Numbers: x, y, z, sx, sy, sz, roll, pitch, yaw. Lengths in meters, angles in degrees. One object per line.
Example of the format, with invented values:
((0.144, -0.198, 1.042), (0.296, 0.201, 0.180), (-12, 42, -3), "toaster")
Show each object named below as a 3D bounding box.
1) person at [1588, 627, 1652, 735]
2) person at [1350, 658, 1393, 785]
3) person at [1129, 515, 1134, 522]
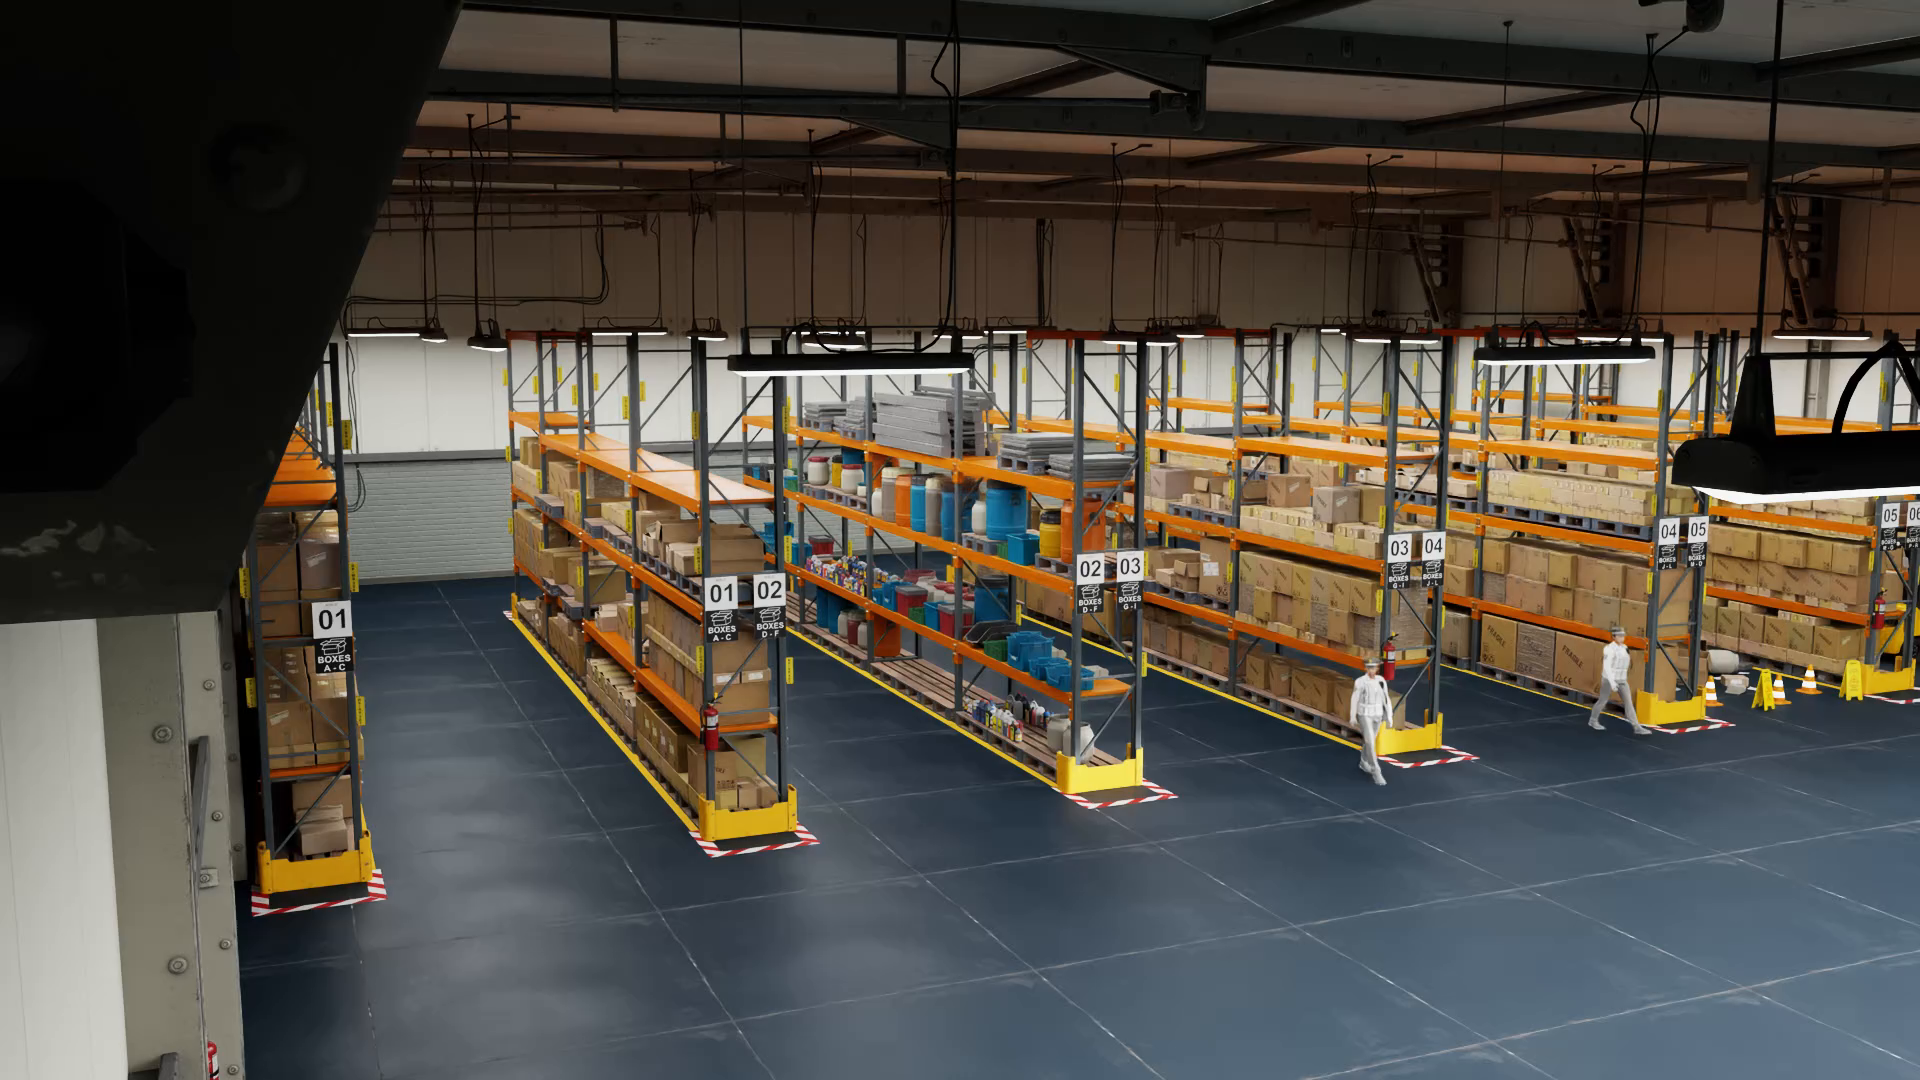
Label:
((9.937, 2.105, 25.003), (0.532, 1.610, 0.989), (-3, 8, -21), "person")
((5.646, 2.438, 22.700), (0.510, 1.691, 0.756), (-2, 8, -17), "person")
((4.624, -0.399, 43.256), (0.457, 1.673, 0.547), (4, 9, 25), "person")
